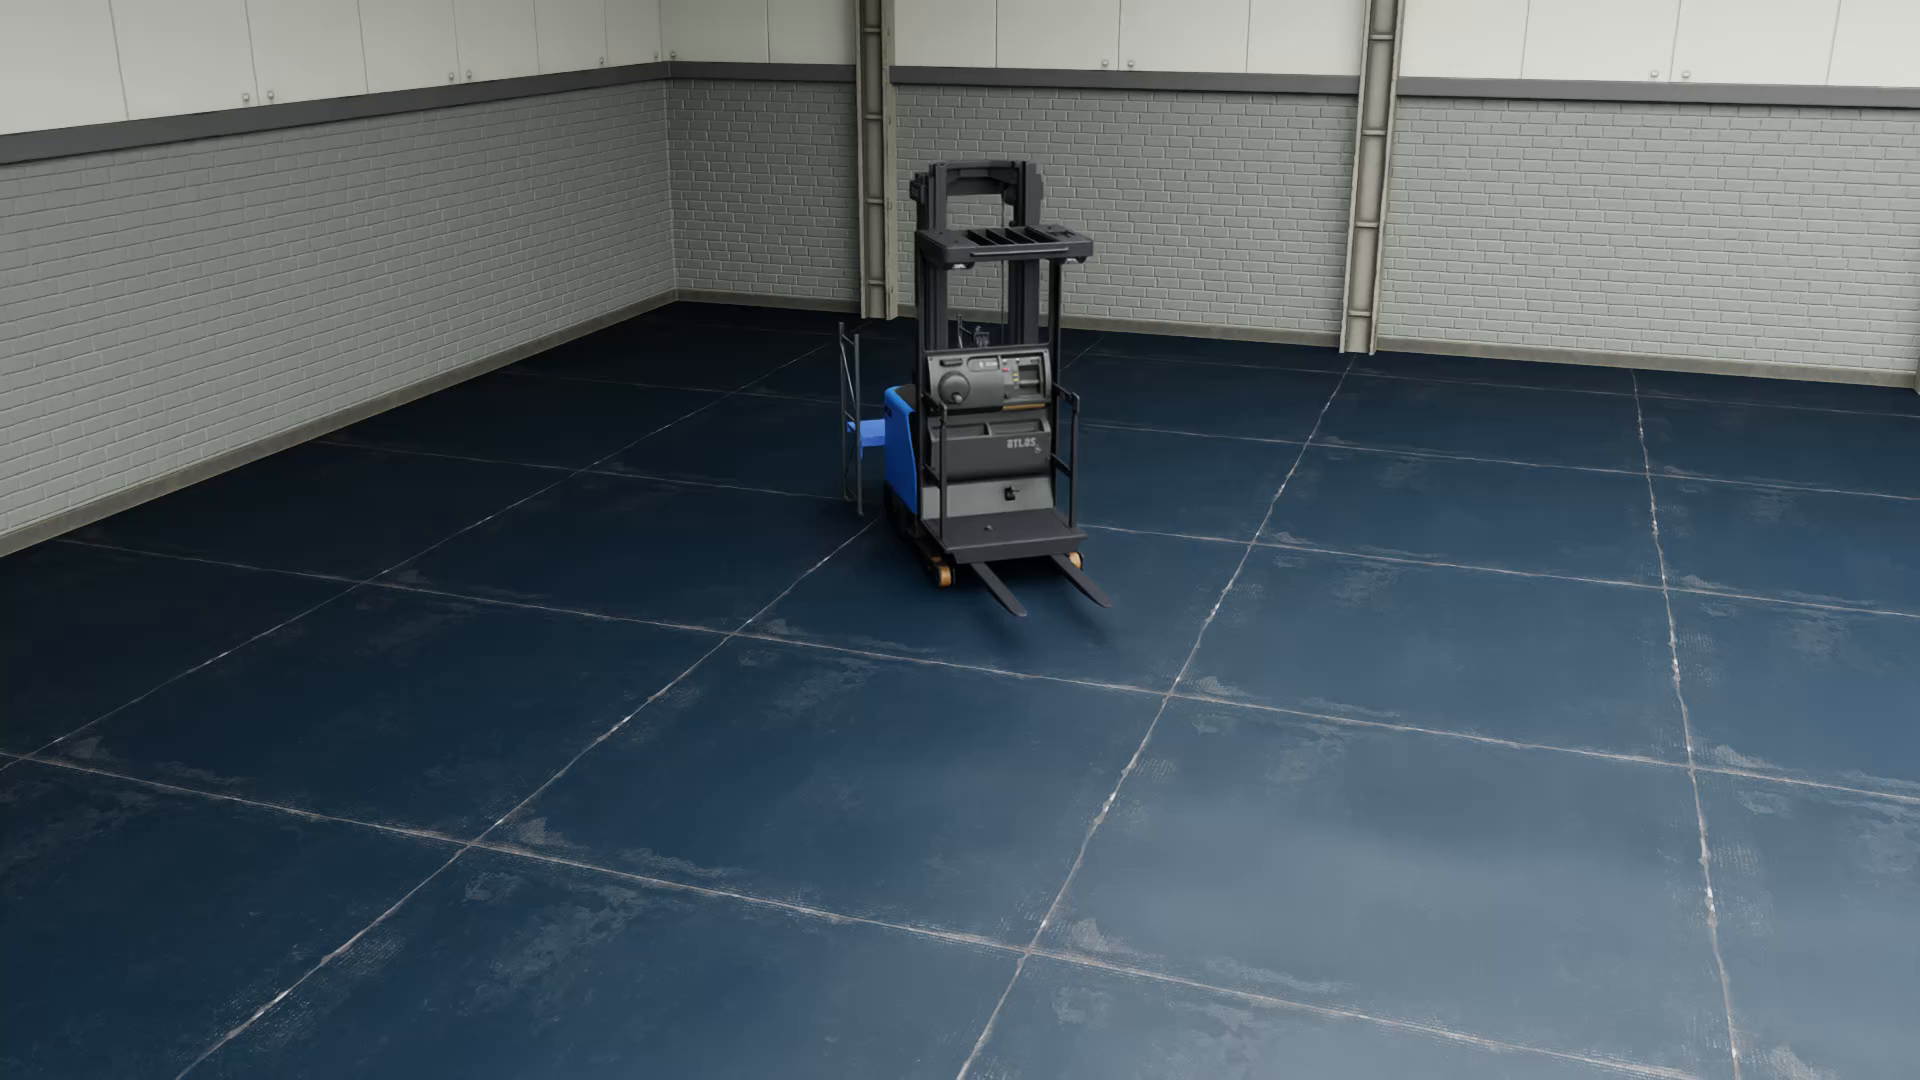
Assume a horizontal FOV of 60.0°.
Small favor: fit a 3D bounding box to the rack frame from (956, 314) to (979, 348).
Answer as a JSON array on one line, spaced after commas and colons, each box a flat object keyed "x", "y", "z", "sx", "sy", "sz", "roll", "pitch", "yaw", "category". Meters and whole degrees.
[{"x": 0.061, "y": -1.109, "z": 13.980, "sx": 0.032, "sy": 1.500, "sz": 0.500, "roll": -6, "pitch": 20, "yaw": -18, "category": "rack frame"}]

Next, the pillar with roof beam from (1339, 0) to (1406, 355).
[{"x": 3.228, "y": -5.116, "z": 14.082, "sx": 0.400, "sy": 9.000, "sz": 9.100, "roll": 7, "pitch": 20, "yaw": 18, "category": "pillar with roof beam"}]

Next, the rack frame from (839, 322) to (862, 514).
[{"x": -0.902, "y": -1.002, "z": 13.672, "sx": 0.032, "sy": 1.500, "sz": 0.500, "roll": -6, "pitch": 20, "yaw": -18, "category": "rack frame"}]

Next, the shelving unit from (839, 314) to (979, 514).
[{"x": -0.420, "y": -1.056, "z": 13.826, "sx": 1.048, "sy": 1.500, "sz": 0.538, "roll": -6, "pitch": 20, "yaw": -18, "category": "shelving unit"}]

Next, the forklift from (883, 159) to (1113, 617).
[{"x": 0.279, "y": -1.181, "z": 12.011, "sx": 1.130, "sy": 2.935, "sz": 3.031, "roll": -5, "pitch": 20, "yaw": -15, "category": "forklift"}]

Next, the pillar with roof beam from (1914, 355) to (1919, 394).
[{"x": 8.895, "y": -4.468, "z": 12.223, "sx": 0.400, "sy": 9.000, "sz": 9.100, "roll": 7, "pitch": 20, "yaw": 18, "category": "pillar with roof beam"}]

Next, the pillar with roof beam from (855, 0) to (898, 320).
[{"x": -2.440, "y": -5.764, "z": 15.941, "sx": 0.400, "sy": 9.000, "sz": 9.100, "roll": 7, "pitch": 20, "yaw": 18, "category": "pillar with roof beam"}]

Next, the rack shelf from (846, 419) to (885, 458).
[{"x": -0.420, "y": -0.886, "z": 13.885, "sx": 1.000, "sy": 0.185, "sz": 0.538, "roll": -6, "pitch": 20, "yaw": -18, "category": "rack shelf"}]
